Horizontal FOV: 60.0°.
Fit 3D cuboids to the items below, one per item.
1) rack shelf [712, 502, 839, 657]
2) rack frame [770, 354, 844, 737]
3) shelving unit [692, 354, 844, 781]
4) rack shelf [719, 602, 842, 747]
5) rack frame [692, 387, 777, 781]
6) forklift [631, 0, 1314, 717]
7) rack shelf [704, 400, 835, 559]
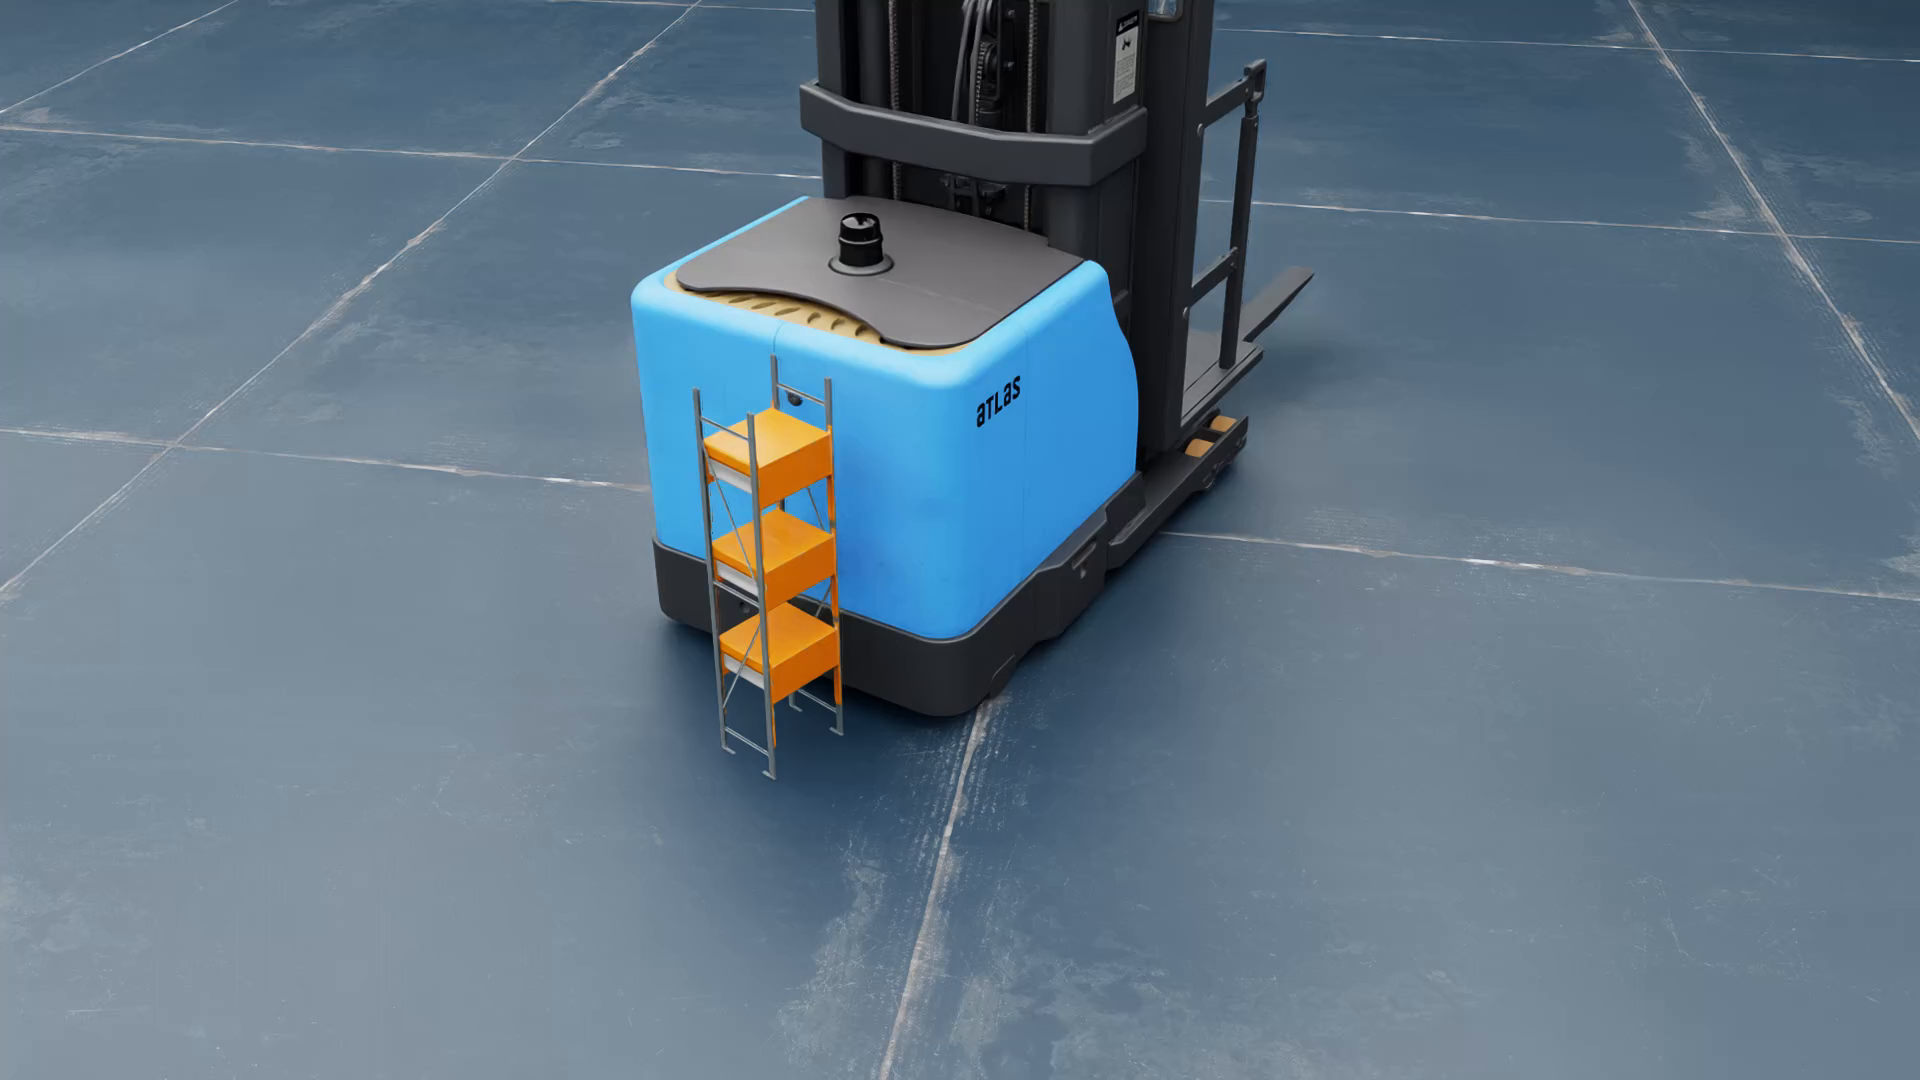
[{"bbox_3d":[-0.463,0.094,4.126,0.215,0.259,0.240,25,39,34],"label":"rack shelf"},{"bbox_3d":[-0.382,0.038,4.200,0.200,1.050,0.008,25,39,34],"label":"rack frame"},{"bbox_3d":[-0.463,0.085,4.121,0.215,1.050,0.252,25,39,34],"label":"shelving unit"},{"bbox_3d":[-0.465,0.331,4.271,0.215,0.259,0.240,25,39,34],"label":"rack shelf"},{"bbox_3d":[-0.543,0.132,4.042,0.200,1.050,0.008,25,39,34],"label":"rack frame"},{"bbox_3d":[0.322,-1.526,4.926,1.130,2.935,3.031,18,36,26],"label":"forklift"},{"bbox_3d":[-0.460,-0.148,3.979,0.215,0.259,0.240,25,39,34],"label":"rack shelf"}]
